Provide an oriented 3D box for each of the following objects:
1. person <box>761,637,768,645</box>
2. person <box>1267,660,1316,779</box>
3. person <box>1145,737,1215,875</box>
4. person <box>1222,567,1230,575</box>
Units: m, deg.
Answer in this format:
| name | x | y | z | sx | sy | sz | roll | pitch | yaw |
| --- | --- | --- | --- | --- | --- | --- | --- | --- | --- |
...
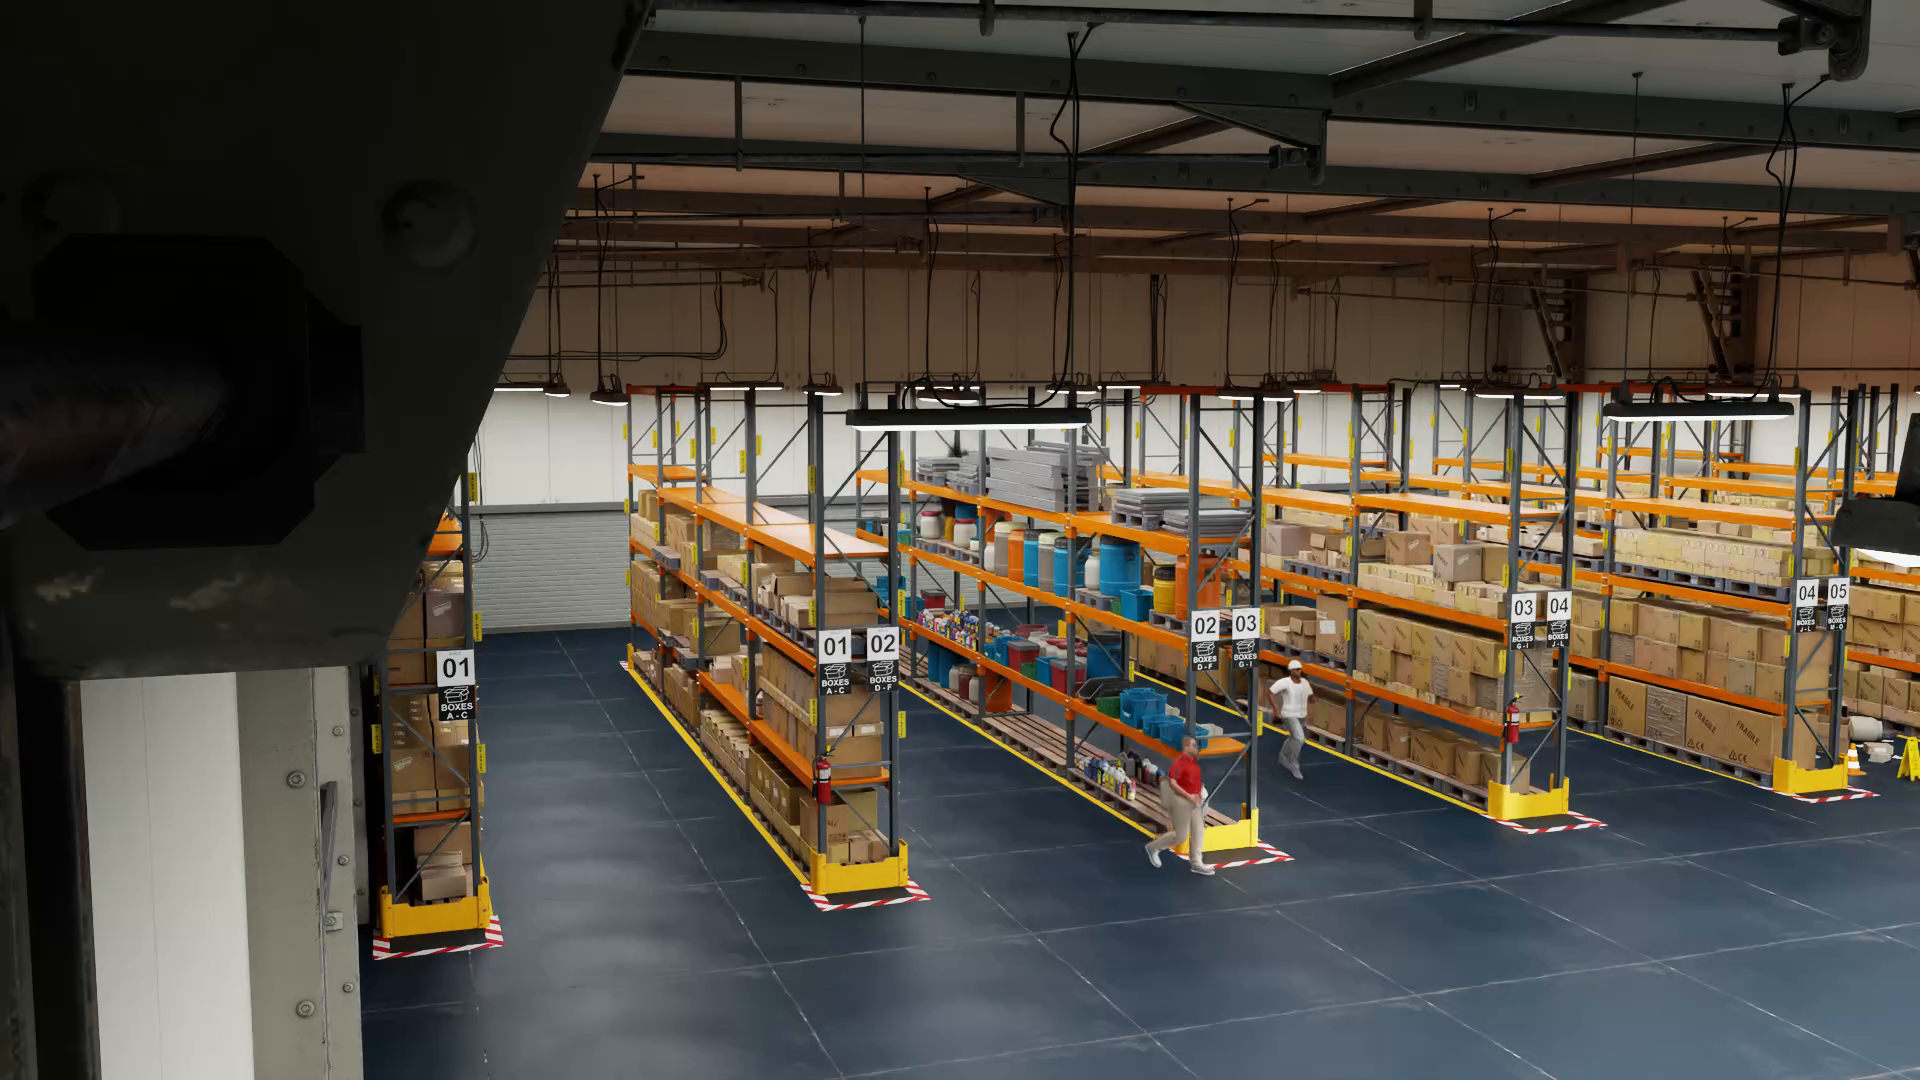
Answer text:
| name | x | y | z | sx | sy | sz | roll | pitch | yaw |
| --- | --- | --- | --- | --- | --- | --- | --- | --- | --- |
| person | -3.967 | 1.942 | 34.131 | 0.669 | 1.754 | 0.605 | -3 | 7 | -27 |
| person | 5.214 | 2.781 | 25.922 | 0.678 | 1.831 | 0.770 | -4 | 7 | -34 |
| person | 2.820 | 3.316 | 20.931 | 0.887 | 1.704 | 0.710 | 3 | 7 | 29 |
| person | 6.147 | 1.448 | 38.746 | 0.685 | 1.764 | 0.929 | -1 | 6 | -5 |
